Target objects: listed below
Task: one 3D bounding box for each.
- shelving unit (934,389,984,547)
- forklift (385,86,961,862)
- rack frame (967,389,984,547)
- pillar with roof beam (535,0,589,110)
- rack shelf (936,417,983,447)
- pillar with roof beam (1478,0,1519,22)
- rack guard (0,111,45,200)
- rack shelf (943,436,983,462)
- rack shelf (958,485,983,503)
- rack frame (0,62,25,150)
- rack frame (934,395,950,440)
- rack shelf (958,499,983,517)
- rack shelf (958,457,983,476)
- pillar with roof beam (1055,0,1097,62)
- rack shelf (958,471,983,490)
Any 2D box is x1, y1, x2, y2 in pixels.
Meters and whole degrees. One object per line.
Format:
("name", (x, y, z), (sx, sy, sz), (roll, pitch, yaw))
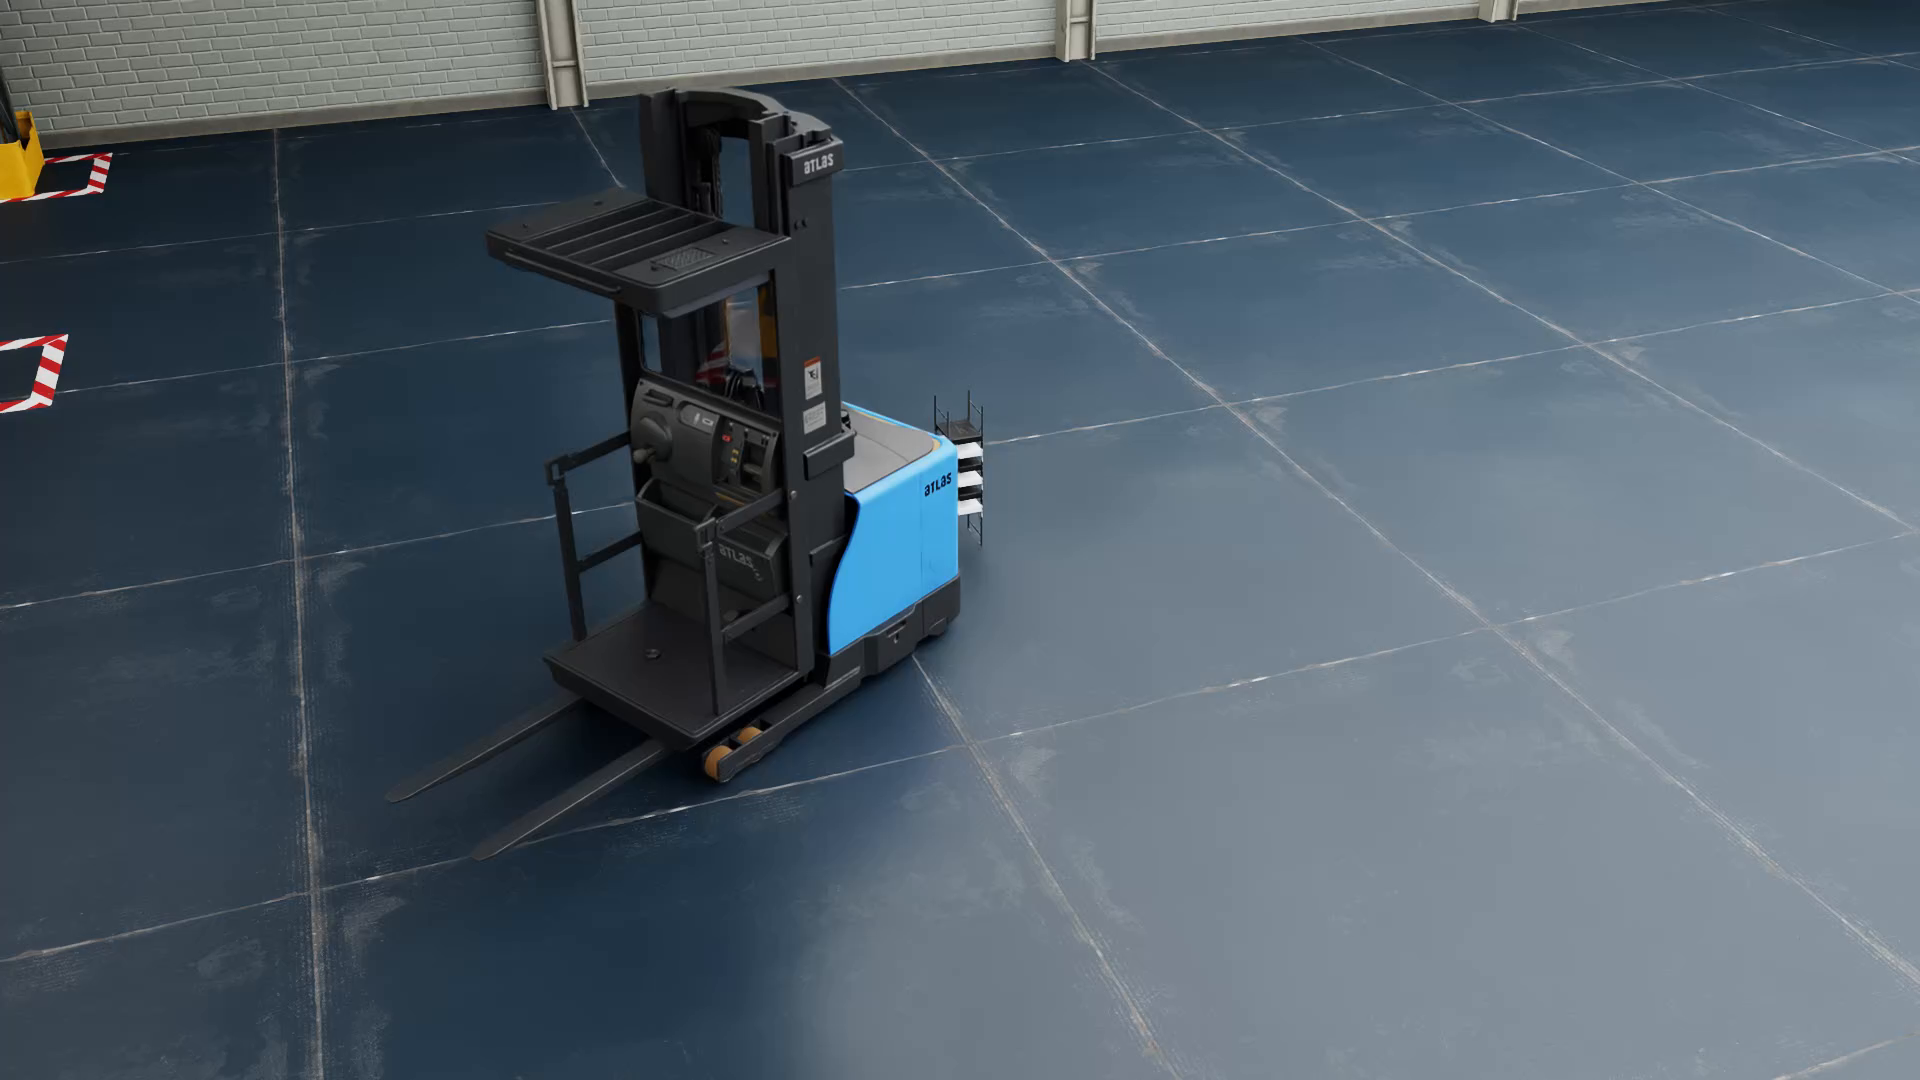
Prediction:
("shelving unit", (-0.008, -0.390, 9.525), (0.210, 0.900, 0.258), (-10, 31, -18))
("forklift", (-1.316, -0.423, 7.531), (1.130, 2.935, 3.031), (22, 36, 33))
("rack frame", (0.088, -0.407, 9.556), (0.006, 0.900, 0.240), (-10, 31, -18))
("pillar with roof beam", (-2.752, -6.640, 12.314), (0.400, 9.000, 9.100), (-10, 31, -18))
("rack shelf", (-0.008, -0.595, 9.408), (0.200, 0.077, 0.258), (-10, 31, -18))
("pillar with roof beam", (8.495, -8.711, 15.949), (0.400, 9.000, 9.100), (-10, 31, -18))
("rack guard", (-8.887, -3.615, 15.590), (0.348, 0.500, 1.175), (-10, 31, -18))
("rack shelf", (-0.008, -0.517, 9.452), (0.200, 0.077, 0.258), (-10, 31, -18))
("rack shelf", (-0.008, -0.282, 9.586), (0.200, 0.077, 0.258), (-10, 31, -18))
("rack frame", (-8.909, -4.697, 14.964), (0.127, 3.000, 1.000), (-10, 31, -18))
("rack frame", (-0.103, -0.372, 9.494), (0.006, 0.900, 0.240), (-10, 31, -18))
("rack shelf", (-0.008, -0.204, 9.630), (0.200, 0.077, 0.258), (-10, 31, -18))
("rack shelf", (-0.008, -0.439, 9.497), (0.200, 0.077, 0.258), (-10, 31, -18))
("pillar with roof beam", (2.872, -7.675, 14.131), (0.400, 9.000, 9.100), (-10, 31, -18))
("rack shelf", (-0.008, -0.361, 9.541), (0.200, 0.077, 0.258), (-10, 31, -18))
